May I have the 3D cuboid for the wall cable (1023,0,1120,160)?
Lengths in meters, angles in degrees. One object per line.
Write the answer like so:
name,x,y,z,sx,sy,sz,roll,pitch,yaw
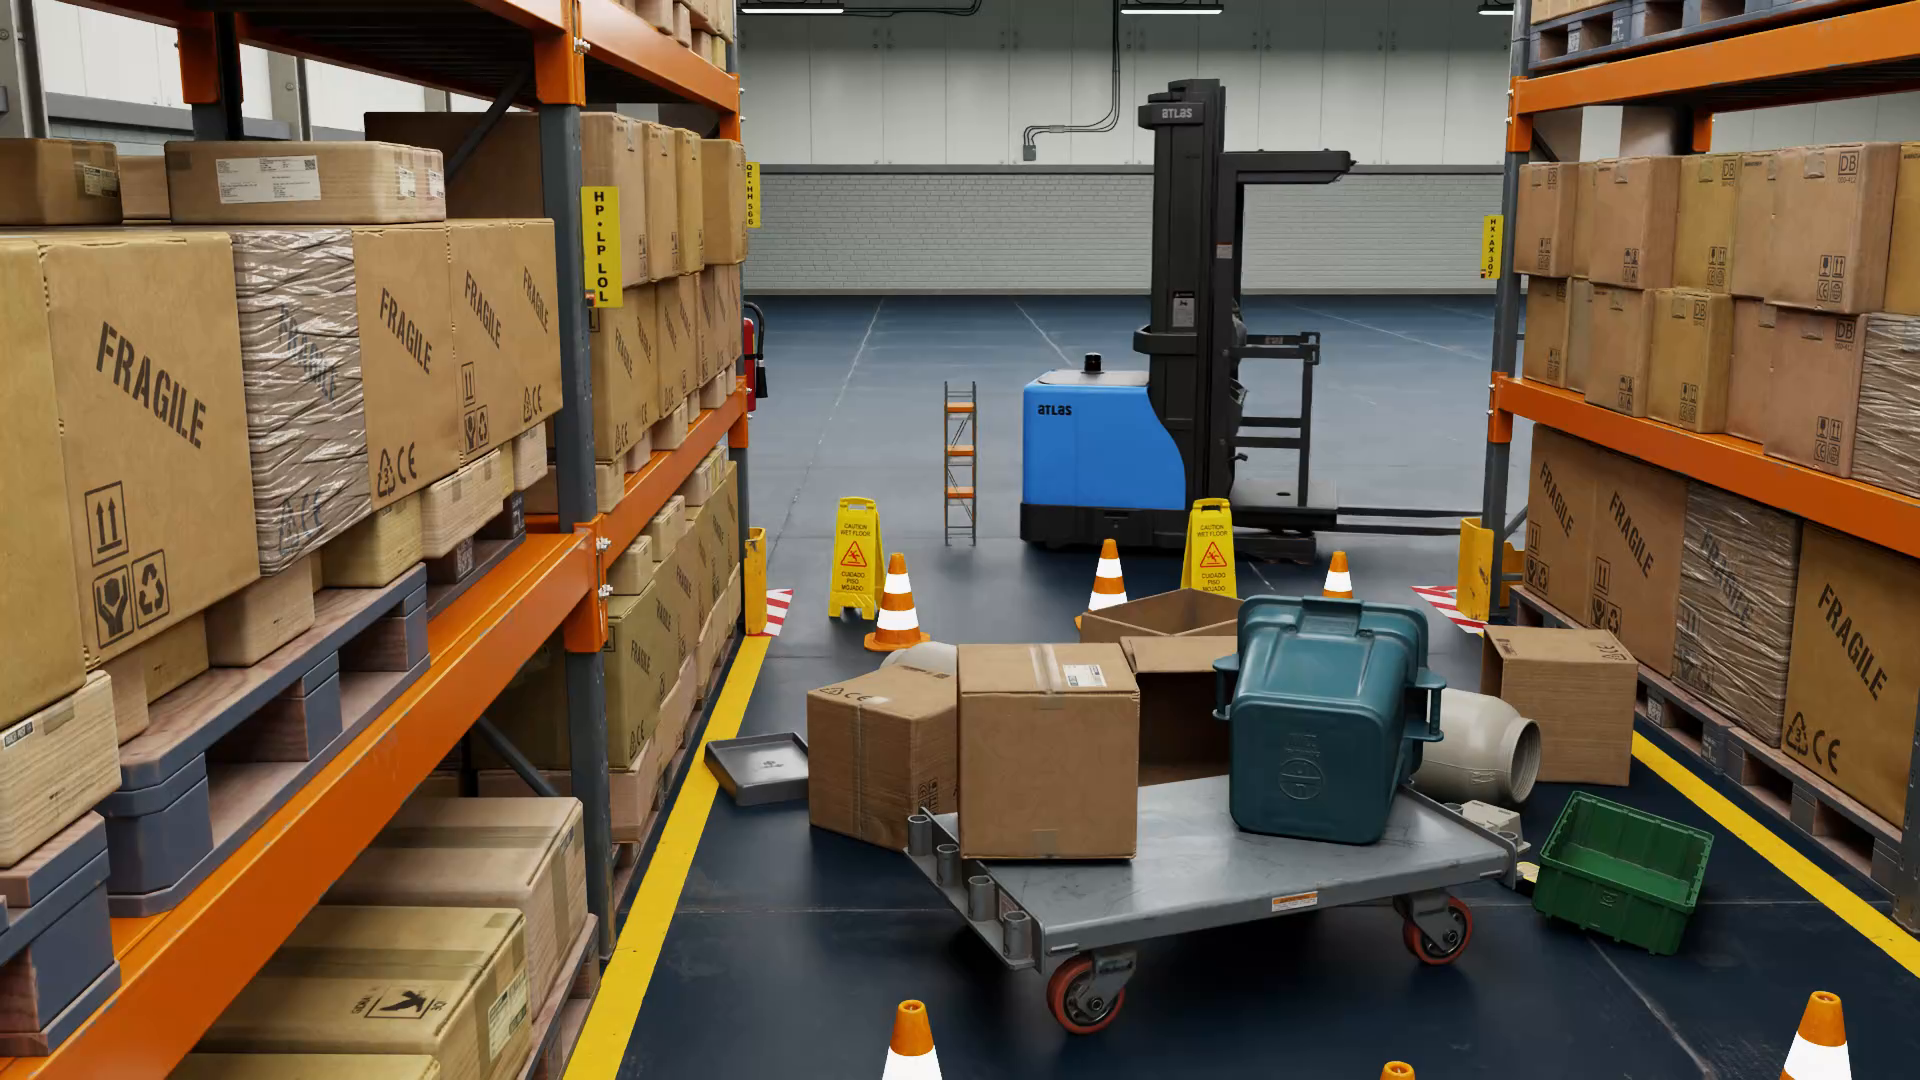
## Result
wall cable,2.666,-12.060,39.318,2.305,6.003,0.169,0,11,-1

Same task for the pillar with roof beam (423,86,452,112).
pillar with roof beam,-3.535,-7.399,24.895,9.100,9.000,0.400,0,11,-1

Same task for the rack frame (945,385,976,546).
rack frame,0.004,-0.480,10.783,0.200,1.050,0.008,0,11,-1

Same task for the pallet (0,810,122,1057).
pallet,-1.573,0.517,1.449,1.213,0.211,1.003,0,11,-1

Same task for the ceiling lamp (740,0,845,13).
ceiling lamp,-3.258,-11.878,32.295,2.000,3.185,0.800,0,11,-1

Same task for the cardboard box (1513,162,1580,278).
cardboard box,3.298,-1.595,8.285,0.875,0.550,0.550,0,11,-1

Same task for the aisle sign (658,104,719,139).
aisle sign,-1.329,-2.314,8.380,0.394,0.787,0.004,0,11,-1

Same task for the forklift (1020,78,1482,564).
forklift,1.960,-1.400,10.589,3.031,2.935,1.130,2,12,12

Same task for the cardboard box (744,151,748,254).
cardboard box,-1.389,-1.610,7.937,0.700,0.500,0.500,-1,11,-3

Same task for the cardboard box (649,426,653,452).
cardboard box,-1.321,-0.377,6.003,0.380,0.149,0.250,0,11,-1

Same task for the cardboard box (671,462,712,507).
cardboard box,-1.260,-0.236,7.022,0.380,0.149,0.250,0,11,1

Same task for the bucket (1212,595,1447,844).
bucket,1.104,0.570,5.113,0.726,0.611,0.620,4,22,18

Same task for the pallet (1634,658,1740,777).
pallet,3.446,0.701,7.074,1.003,0.211,1.213,0,11,-1

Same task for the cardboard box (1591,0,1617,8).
cardboard box,3.032,-2.448,7.360,0.380,0.149,0.250,0,11,-1

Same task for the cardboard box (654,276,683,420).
cardboard box,-1.296,-0.714,6.034,0.500,0.500,0.500,0,11,-2

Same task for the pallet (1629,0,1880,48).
pallet,3.383,-2.102,6.557,1.003,0.211,1.213,0,11,-1

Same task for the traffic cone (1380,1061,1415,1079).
traffic cone,0.896,1.307,3.454,0.336,0.463,0.334,0,11,-1

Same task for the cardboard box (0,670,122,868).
cardboard box,-1.190,0.251,1.856,0.380,0.149,0.250,0,11,-1

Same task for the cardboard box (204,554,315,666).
cardboard box,-1.258,0.095,2.624,0.380,0.149,0.250,0,11,1

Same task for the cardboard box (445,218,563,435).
cardboard box,-1.296,-0.541,4.124,0.500,0.500,0.500,0,11,-2

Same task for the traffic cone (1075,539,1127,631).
traffic cone,0.784,0.225,8.785,0.336,0.463,0.334,0,11,-1

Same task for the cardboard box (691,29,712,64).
cardboard box,-1.321,-2.201,7.451,0.380,0.149,0.250,0,11,1

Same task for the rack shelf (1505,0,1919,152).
rack shelf,3.371,-1.786,6.585,1.077,0.370,4.000,0,11,-1

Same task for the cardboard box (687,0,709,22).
cardboard box,-1.313,-2.265,6.762,0.500,0.250,0.500,0,11,0

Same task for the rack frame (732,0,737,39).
rack frame,-1.617,-3.966,7.976,1.000,3.000,0.127,0,11,-1

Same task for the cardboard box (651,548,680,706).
cardboard box,-1.300,0.319,5.918,0.500,0.500,0.500,0,11,1

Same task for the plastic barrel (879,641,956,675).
plastic barrel,-0.061,0.641,6.835,0.512,0.421,0.421,9,15,38

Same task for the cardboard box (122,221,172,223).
cardboard box,-1.801,-0.438,3.616,0.500,0.500,0.500,0,11,-1

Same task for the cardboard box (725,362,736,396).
cardboard box,-1.280,-0.780,7.989,0.380,0.149,0.250,0,11,-2

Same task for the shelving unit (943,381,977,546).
shelving unit,0.001,-0.504,10.902,0.215,1.050,0.252,0,11,-1

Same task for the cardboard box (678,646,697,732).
cardboard box,-1.313,0.581,6.511,0.500,0.250,0.500,0,11,-2

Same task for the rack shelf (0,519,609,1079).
rack shelf,-1.493,0.519,2.765,1.077,0.370,4.000,0,11,-1

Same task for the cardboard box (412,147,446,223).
cardboard box,-1.272,-0.722,3.384,0.380,0.149,0.250,-1,11,-3

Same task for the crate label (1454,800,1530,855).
crate label,1.796,1.005,5.759,0.298,0.136,0.250,-10,15,-40

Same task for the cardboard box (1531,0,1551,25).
cardboard box,3.016,-2.599,8.104,0.380,0.149,0.250,0,11,-1

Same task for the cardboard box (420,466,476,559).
cardboard box,-1.210,-0.058,3.377,0.380,0.149,0.250,0,11,-1

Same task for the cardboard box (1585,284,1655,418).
cardboard box,3.302,-0.845,7.304,0.875,0.550,0.550,0,11,-1

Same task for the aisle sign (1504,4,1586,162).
aisle sign,3.028,-2.353,8.576,0.394,0.787,0.004,0,11,-1

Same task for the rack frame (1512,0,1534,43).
rack frame,3.329,-4.007,8.175,1.000,3.000,0.127,0,11,-1

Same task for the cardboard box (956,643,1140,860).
cardboard box,0.244,0.610,4.891,0.500,0.500,0.500,0,11,-1

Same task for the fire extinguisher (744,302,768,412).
fire extinguisher,-1.159,-1.013,8.701,0.296,0.674,0.183,0,11,-1

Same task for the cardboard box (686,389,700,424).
cardboard box,-1.299,-0.575,6.983,0.380,0.149,0.250,0,11,-2

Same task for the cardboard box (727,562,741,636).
cardboard box,-1.331,0.280,7.994,0.500,0.250,0.500,0,11,-1

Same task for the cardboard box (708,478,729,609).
cardboard box,-1.326,0.010,7.438,0.500,0.500,0.500,0,11,1

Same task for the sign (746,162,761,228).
sign,-1.062,-1.747,8.417,0.100,0.325,0.005,0,11,-1

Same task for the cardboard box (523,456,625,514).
cardboard box,-1.221,-0.172,4.993,0.380,0.149,0.250,0,11,-1

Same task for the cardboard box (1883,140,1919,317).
cardboard box,3.439,-0.948,5.092,0.875,0.550,0.550,0,11,-1

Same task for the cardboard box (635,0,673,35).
cardboard box,-1.235,-1.897,5.955,0.380,0.149,0.250,0,11,-2

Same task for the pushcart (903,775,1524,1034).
pushcart,0.744,1.035,5.009,1.648,0.377,0.936,-4,12,-21

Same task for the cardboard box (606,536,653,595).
cardboard box,-1.220,0.082,5.453,0.380,0.149,0.250,0,11,0

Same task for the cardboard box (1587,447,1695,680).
cardboard box,3.430,0.078,7.416,0.875,0.875,0.875,0,11,-2

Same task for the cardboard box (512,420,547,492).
cardboard box,-1.248,-0.212,4.137,0.380,0.149,0.250,0,11,0

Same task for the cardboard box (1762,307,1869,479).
cardboard box,3.359,-0.527,5.737,0.875,0.550,0.550,0,11,-1

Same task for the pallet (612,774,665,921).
pallet,-1.584,1.002,5.587,1.003,0.211,1.213,0,11,-1

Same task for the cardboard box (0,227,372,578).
cardboard box,-1.268,-0.235,2.619,0.500,0.500,0.500,-1,11,-3

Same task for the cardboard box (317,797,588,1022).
cardboard box,-1.521,0.955,4.358,0.950,0.372,0.625,0,11,0

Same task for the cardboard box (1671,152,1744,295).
cardboard box,3.419,-1.270,6.680,0.875,0.550,0.500,0,11,-1

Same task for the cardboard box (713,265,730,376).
cardboard box,-1.325,-1.014,7.516,0.500,0.500,0.500,0,11,-1

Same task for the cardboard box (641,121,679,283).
cardboard box,-1.316,-1.106,5.450,0.700,0.500,0.500,0,11,-1

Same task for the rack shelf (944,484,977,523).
rack shelf,0.001,-0.221,10.960,0.215,0.259,0.240,0,11,-1
